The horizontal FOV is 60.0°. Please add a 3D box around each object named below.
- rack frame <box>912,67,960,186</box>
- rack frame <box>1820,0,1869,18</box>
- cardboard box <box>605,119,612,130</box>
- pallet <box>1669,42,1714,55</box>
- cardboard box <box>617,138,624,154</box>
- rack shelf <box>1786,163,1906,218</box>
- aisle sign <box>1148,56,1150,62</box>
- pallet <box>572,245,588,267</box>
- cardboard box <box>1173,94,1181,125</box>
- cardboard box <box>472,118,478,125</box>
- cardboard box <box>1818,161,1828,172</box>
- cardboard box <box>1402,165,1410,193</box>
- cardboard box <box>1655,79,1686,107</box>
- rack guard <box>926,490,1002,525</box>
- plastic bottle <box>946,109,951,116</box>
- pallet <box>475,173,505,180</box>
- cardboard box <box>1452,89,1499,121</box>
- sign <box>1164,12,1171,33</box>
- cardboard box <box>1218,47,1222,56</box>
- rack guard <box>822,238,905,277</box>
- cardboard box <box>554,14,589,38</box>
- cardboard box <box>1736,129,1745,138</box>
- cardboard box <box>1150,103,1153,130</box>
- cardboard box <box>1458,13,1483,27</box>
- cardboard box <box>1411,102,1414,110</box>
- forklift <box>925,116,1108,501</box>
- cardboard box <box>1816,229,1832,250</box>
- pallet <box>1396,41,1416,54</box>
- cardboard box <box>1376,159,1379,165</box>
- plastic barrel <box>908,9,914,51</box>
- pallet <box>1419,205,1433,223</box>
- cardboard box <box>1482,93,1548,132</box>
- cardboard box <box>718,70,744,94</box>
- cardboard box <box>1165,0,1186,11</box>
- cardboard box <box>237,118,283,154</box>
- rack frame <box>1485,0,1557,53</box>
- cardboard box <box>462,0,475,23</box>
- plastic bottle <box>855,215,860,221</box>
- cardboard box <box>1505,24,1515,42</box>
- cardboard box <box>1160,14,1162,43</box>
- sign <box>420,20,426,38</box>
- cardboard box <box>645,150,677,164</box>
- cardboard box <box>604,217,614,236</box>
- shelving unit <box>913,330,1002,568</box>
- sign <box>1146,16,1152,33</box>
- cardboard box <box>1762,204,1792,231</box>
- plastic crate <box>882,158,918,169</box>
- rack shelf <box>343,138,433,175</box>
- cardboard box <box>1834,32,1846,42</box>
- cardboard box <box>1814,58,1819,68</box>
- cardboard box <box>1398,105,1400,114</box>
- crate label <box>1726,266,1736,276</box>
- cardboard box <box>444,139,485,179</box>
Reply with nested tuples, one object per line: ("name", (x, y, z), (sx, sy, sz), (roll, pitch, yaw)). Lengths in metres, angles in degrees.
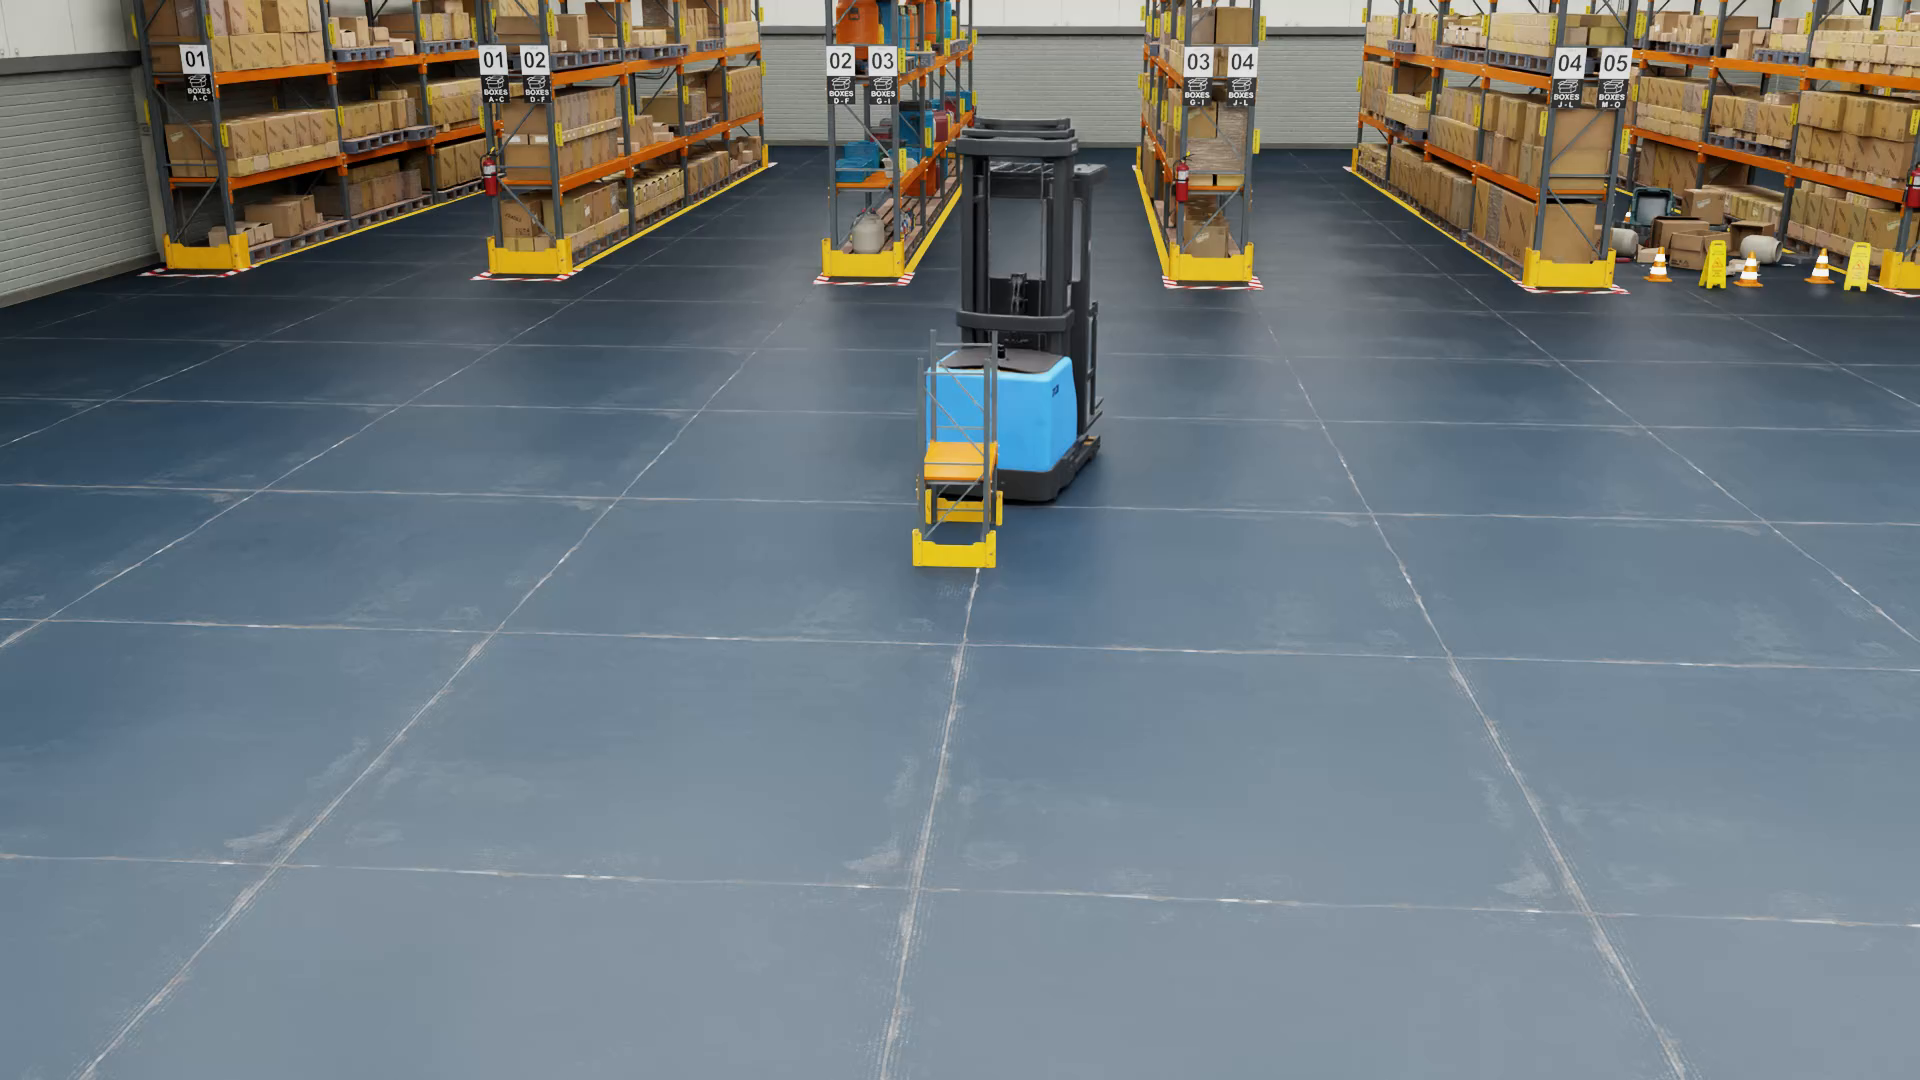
("rack frame", (-0.500, -8.991, 35.045), (1.000, 3.000, 0.127), (1, 18, 4))
("rack frame", (19.563, -12.643, 36.555), (1.000, 3.000, 0.127), (1, 18, 4))
("cardboard box", (-5.856, -6.727, 26.932), (0.380, 0.149, 0.250), (1, 18, 2))
("pallet", (14.109, -9.301, 31.478), (1.003, 0.211, 1.213), (2, 18, 6))
("cardboard box", (-6.022, -6.701, 28.296), (0.500, 0.250, 0.500), (2, 18, 7))
("rack shelf", (13.608, -5.212, 24.666), (1.077, 0.370, 4.000), (1, 18, 4))
("aisle sign", (4.433, -11.387, 38.183), (0.394, 0.787, 0.004), (1, 18, 4))
("pallet", (-6.287, -4.289, 25.174), (1.003, 0.211, 1.213), (1, 18, 4))
("cardboard box", (3.486, -6.460, 25.076), (0.500, 0.500, 0.500), (1, 18, 4))
("cardboard box", (-10.225, -8.675, 34.452), (0.380, 0.149, 0.250), (1, 18, 4))
("cardboard box", (13.401, -5.726, 25.483), (0.380, 0.149, 0.250), (2, 18, 6))
("cardboard box", (8.943, -7.044, 32.442), (0.500, 0.500, 0.500), (0, 18, 1))
("cardboard box", (13.959, -8.737, 32.505), (0.500, 0.500, 0.500), (1, 18, 3))
("rack guard", (0.030, -0.250, 12.784), (0.587, 0.250, 0.087), (1, 18, 4))
("plastic bottle", (-0.253, -8.617, 33.984), (0.144, 0.351, 0.185), (1, 18, 4))
("pallet", (-10.362, -7.646, 35.418), (1.003, 0.211, 1.213), (1, 18, 4))
("cardboard box", (8.982, -7.563, 28.921), (0.700, 0.500, 0.500), (1, 18, 3))
("sign", (3.313, -8.265, 26.551), (0.100, 0.325, 0.005), (1, 18, 4))
("cardboard box", (3.841, -6.937, 23.560), (0.380, 0.149, 0.250), (1, 18, 3))
("rack guard", (-1.402, -4.101, 24.136), (1.175, 0.500, 0.348), (1, 18, 4))
("cardboard box", (-6.313, -8.207, 26.774), (0.500, 0.500, 0.500), (3, 18, 8))
("cardboard box", (13.730, -7.068, 28.905), (0.380, 0.149, 0.250), (2, 18, 7))
("cardboard box", (4.087, -8.479, 33.322), (0.500, 0.500, 0.500), (1, 18, 3))
("cardboard box", (9.434, -9.612, 30.734), (0.396, 0.266, 0.258), (1, 18, 4))
("cardboard box", (8.710, -8.181, 31.346), (0.380, 0.149, 0.250), (2, 18, 6))
("forklift", (0.616, -2.120, 14.185), (1.130, 2.935, 3.031), (5, 19, 15))
("cardboard box", (13.377, -4.560, 25.262), (0.500, 0.250, 0.500), (1, 18, 3))
("pallet", (9.158, -9.563, 32.275), (1.213, 0.211, 1.003), (1, 18, 4))
("cardboard box", (9.209, -8.153, 35.913), (0.380, 0.149, 0.250), (2, 18, 5))
("plastic barrel", (-1.109, -8.925, 29.336), (0.600, 0.830, 0.708), (1, 18, 4))
("pallet", (8.962, -5.928, 30.175), (1.003, 0.211, 1.213), (1, 18, 4))
("cardboard box", (8.746, -6.724, 26.153), (0.875, 0.550, 0.550), (1, 18, 4))
("cardboard box", (-5.052, -10.085, 36.619), (0.500, 0.500, 0.500), (1, 18, 2))
("cardboard box", (4.514, -11.249, 34.918), (0.500, 0.250, 0.500), (0, 18, 0))
("cardboard box", (-10.819, -6.235, 25.639), (0.500, 0.500, 0.500), (1, 18, 2))
("rack frame", (8.807, -9.105, 25.757), (1.000, 3.000, 0.127), (1, 18, 4))
("cardboard box", (-10.564, -11.392, 35.757), (0.500, 0.500, 0.500), (1, 18, 3))
("plastic bottle", (-1.603, -4.967, 26.311), (0.144, 0.351, 0.185), (2, 18, 6))
("cardboard box", (8.422, -7.537, 24.719), (0.500, 0.250, 0.500), (1, 18, 3))
("cardboard box", (3.863, -9.208, 29.928), (0.500, 0.500, 0.500), (1, 18, 4))
("sign", (-10.127, -9.628, 31.342), (0.100, 0.325, 0.005), (1, 18, 4))
("cardboard box", (-5.894, -7.551, 32.755), (0.500, 0.250, 0.500), (2, 18, 6))
("cardboard box", (-5.896, -5.052, 26.764), (0.500, 0.250, 0.500), (1, 18, 4))
("shelving unit", (-0.005, -0.689, 12.117), (0.587, 1.500, 1.083), (1, 18, 4))
("sign", (3.887, -10.601, 34.184), (0.100, 0.325, 0.005), (1, 18, 4))
("cardboard box", (13.786, -5.288, 27.291), (0.950, 0.372, 0.625), (2, 18, 5))
("plastic crate", (-0.937, -5.871, 25.947), (0.530, 0.136, 0.437), (1, 18, 4))
("rack shelf", (-10.812, -7.007, 30.145), (1.077, 0.370, 4.000), (1, 18, 4))
("cardboard box", (13.340, -7.525, 24.876), (0.380, 0.149, 0.250), (1, 18, 4))
("cardboard box", (13.482, -7.388, 25.740), (0.380, 0.149, 0.250), (1, 18, 3))
("cardboard box", (8.804, -8.440, 32.615), (0.380, 0.149, 0.250), (1, 18, 3))
("crate label", (11.072, -3.899, 24.103), (0.250, 0.136, 0.298), (-9, 20, -25))
("cardboard box", (-10.359, -7.909, 34.522), (0.750, 0.750, 0.750), (2, 18, 6))
